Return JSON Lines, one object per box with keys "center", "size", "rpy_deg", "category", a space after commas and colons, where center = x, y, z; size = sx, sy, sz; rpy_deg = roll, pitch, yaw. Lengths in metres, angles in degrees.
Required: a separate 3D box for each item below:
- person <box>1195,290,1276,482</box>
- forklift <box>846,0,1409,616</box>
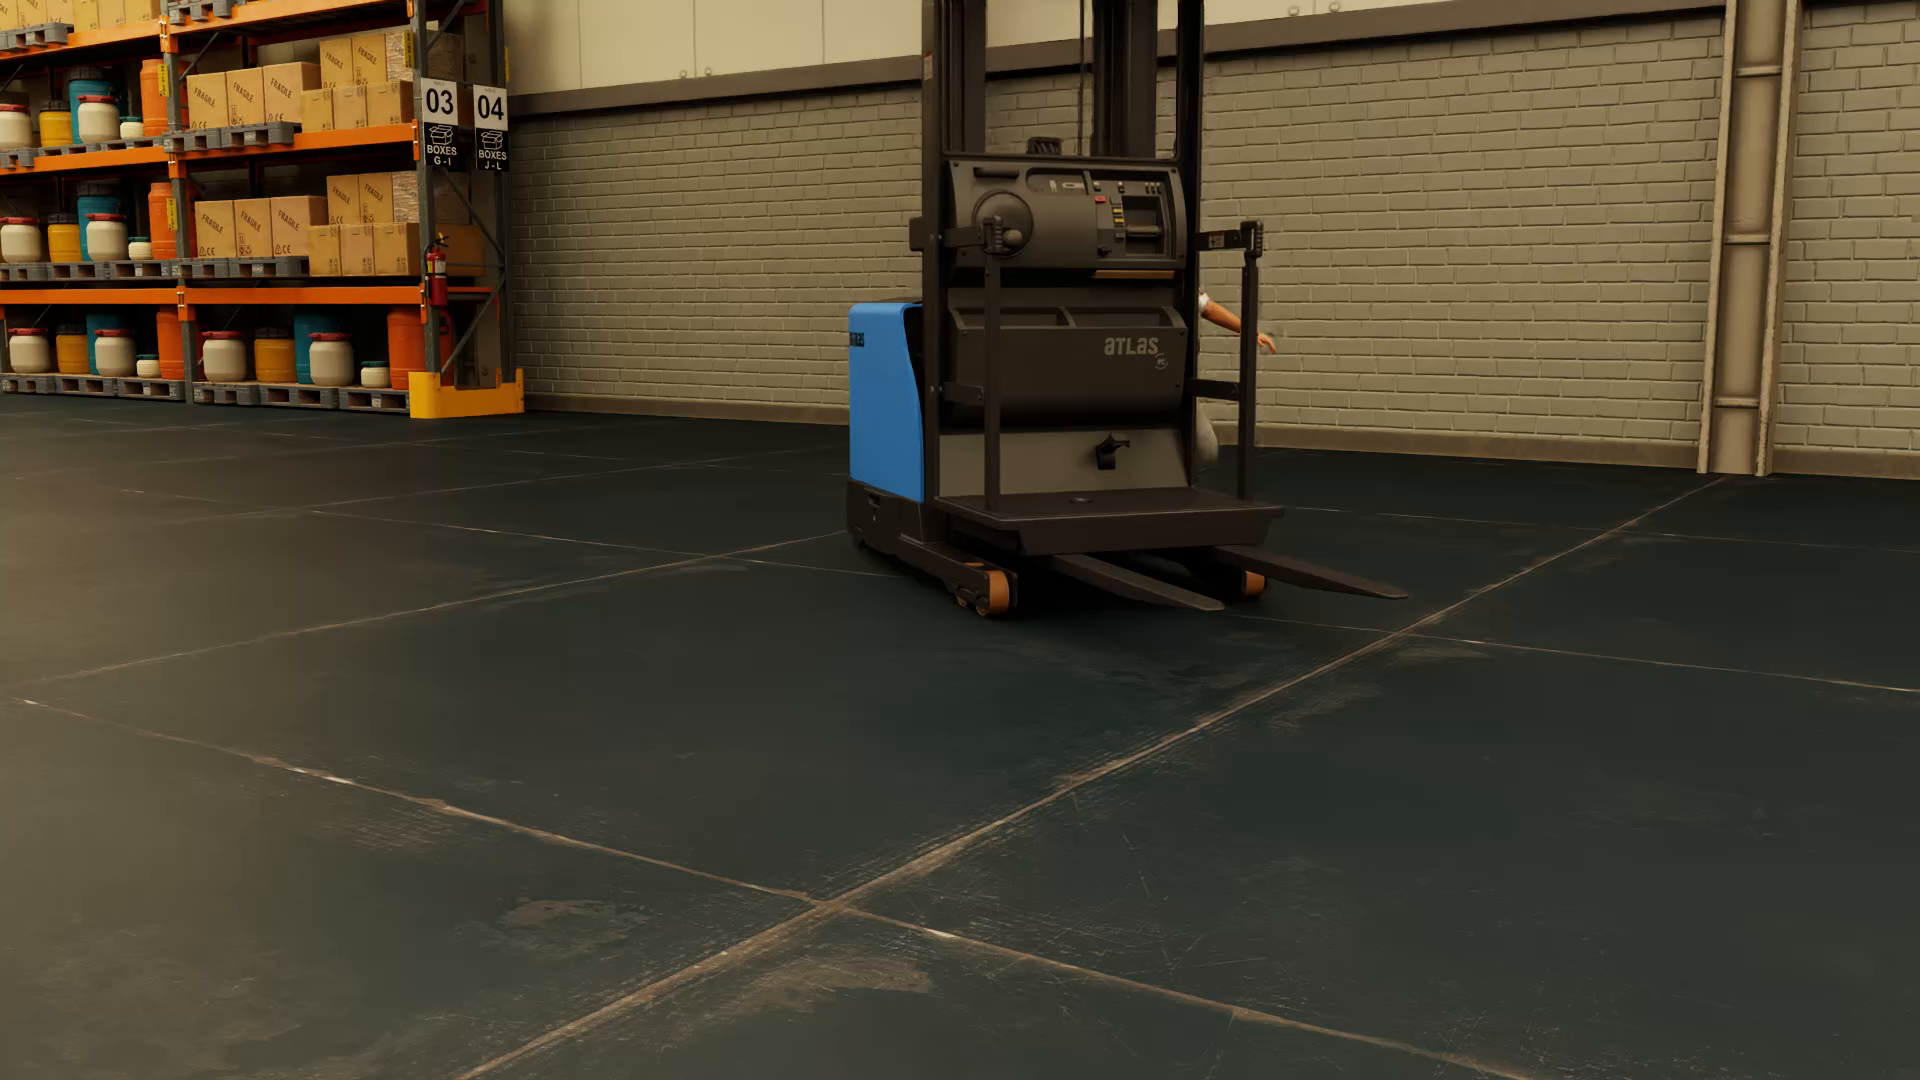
{"center": [0.991, -0.735, 7.713], "size": [1.096, 1.514, 0.960], "rpy_deg": [-7, 11, -40], "category": "person"}
{"center": [0.483, -1.251, 5.987], "size": [1.130, 2.935, 3.031], "rpy_deg": [-3, 9, -20], "category": "forklift"}
